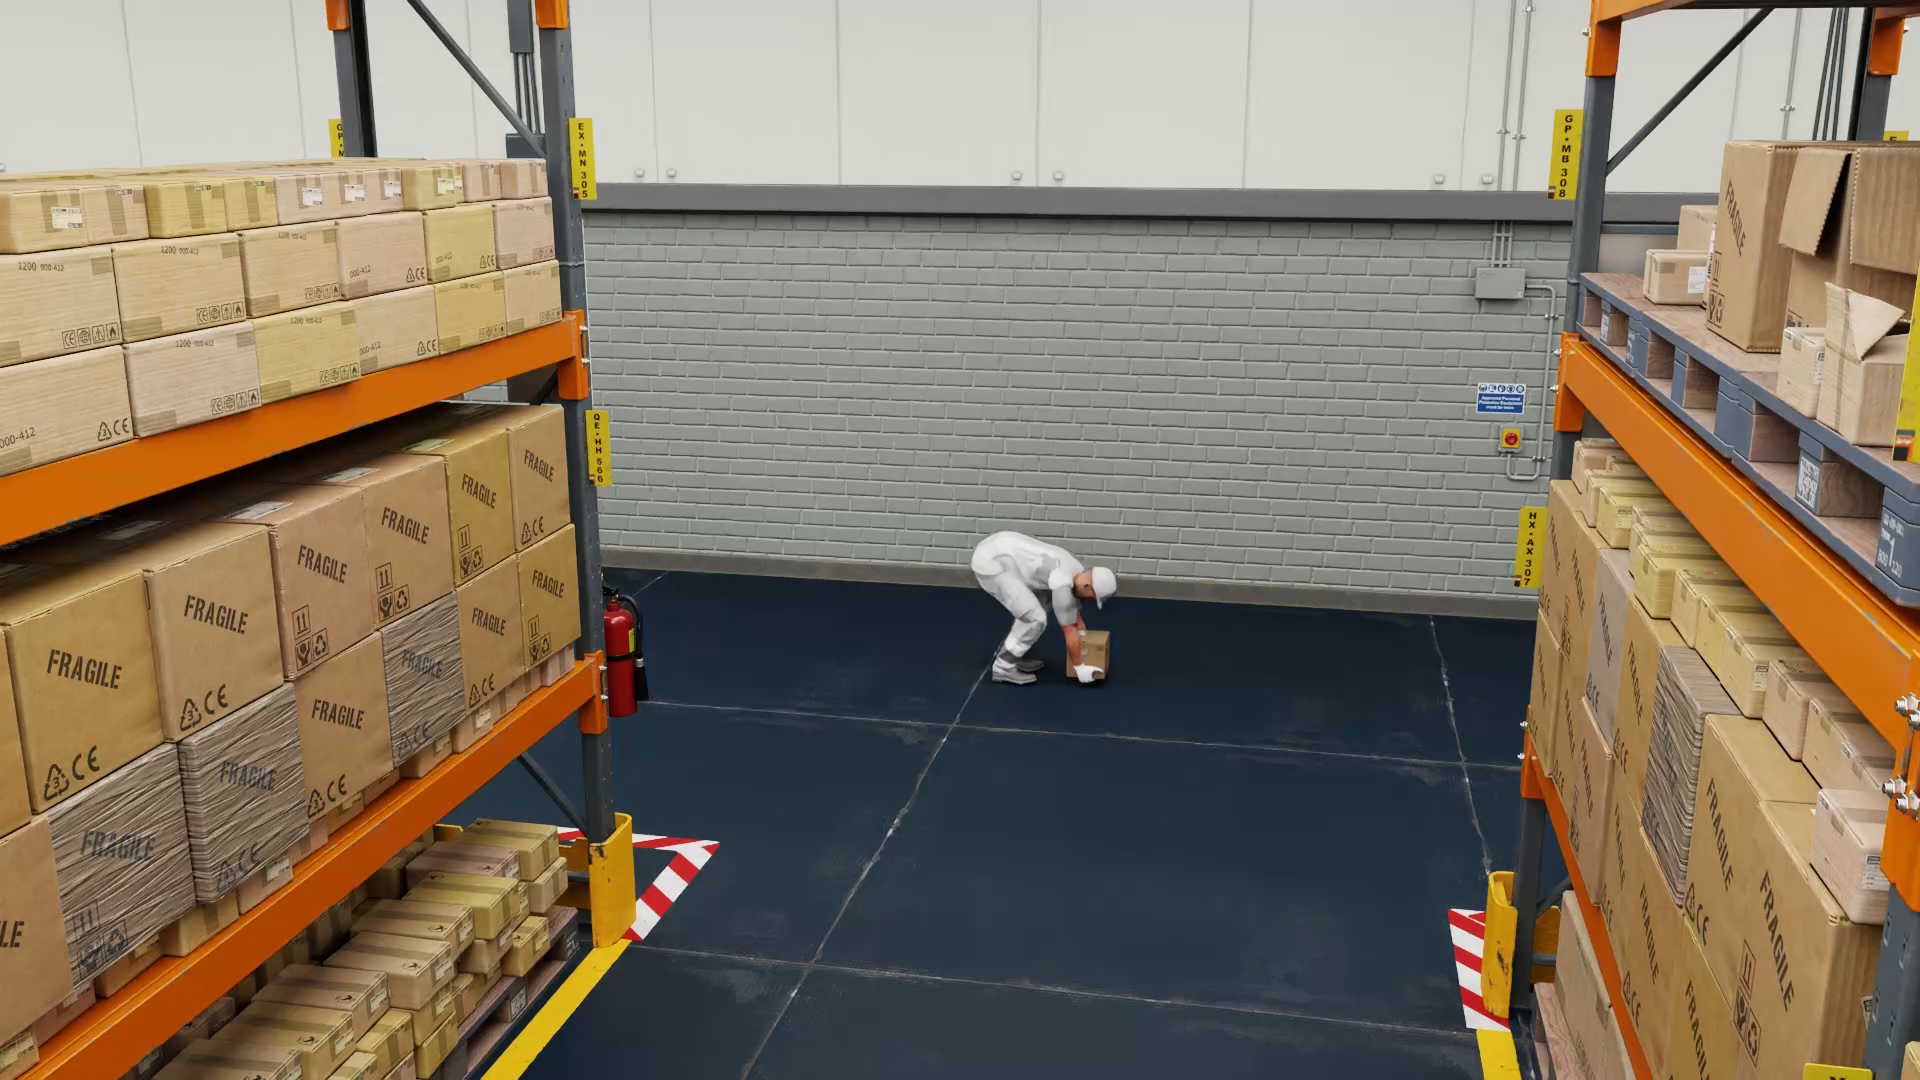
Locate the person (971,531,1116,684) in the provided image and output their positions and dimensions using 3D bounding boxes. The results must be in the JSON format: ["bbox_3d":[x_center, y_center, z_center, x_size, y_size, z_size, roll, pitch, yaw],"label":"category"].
[{"bbox_3d":[0.546,0.438,10.894,0.948,0.970,0.532,2,15,8],"label":"person"}]
